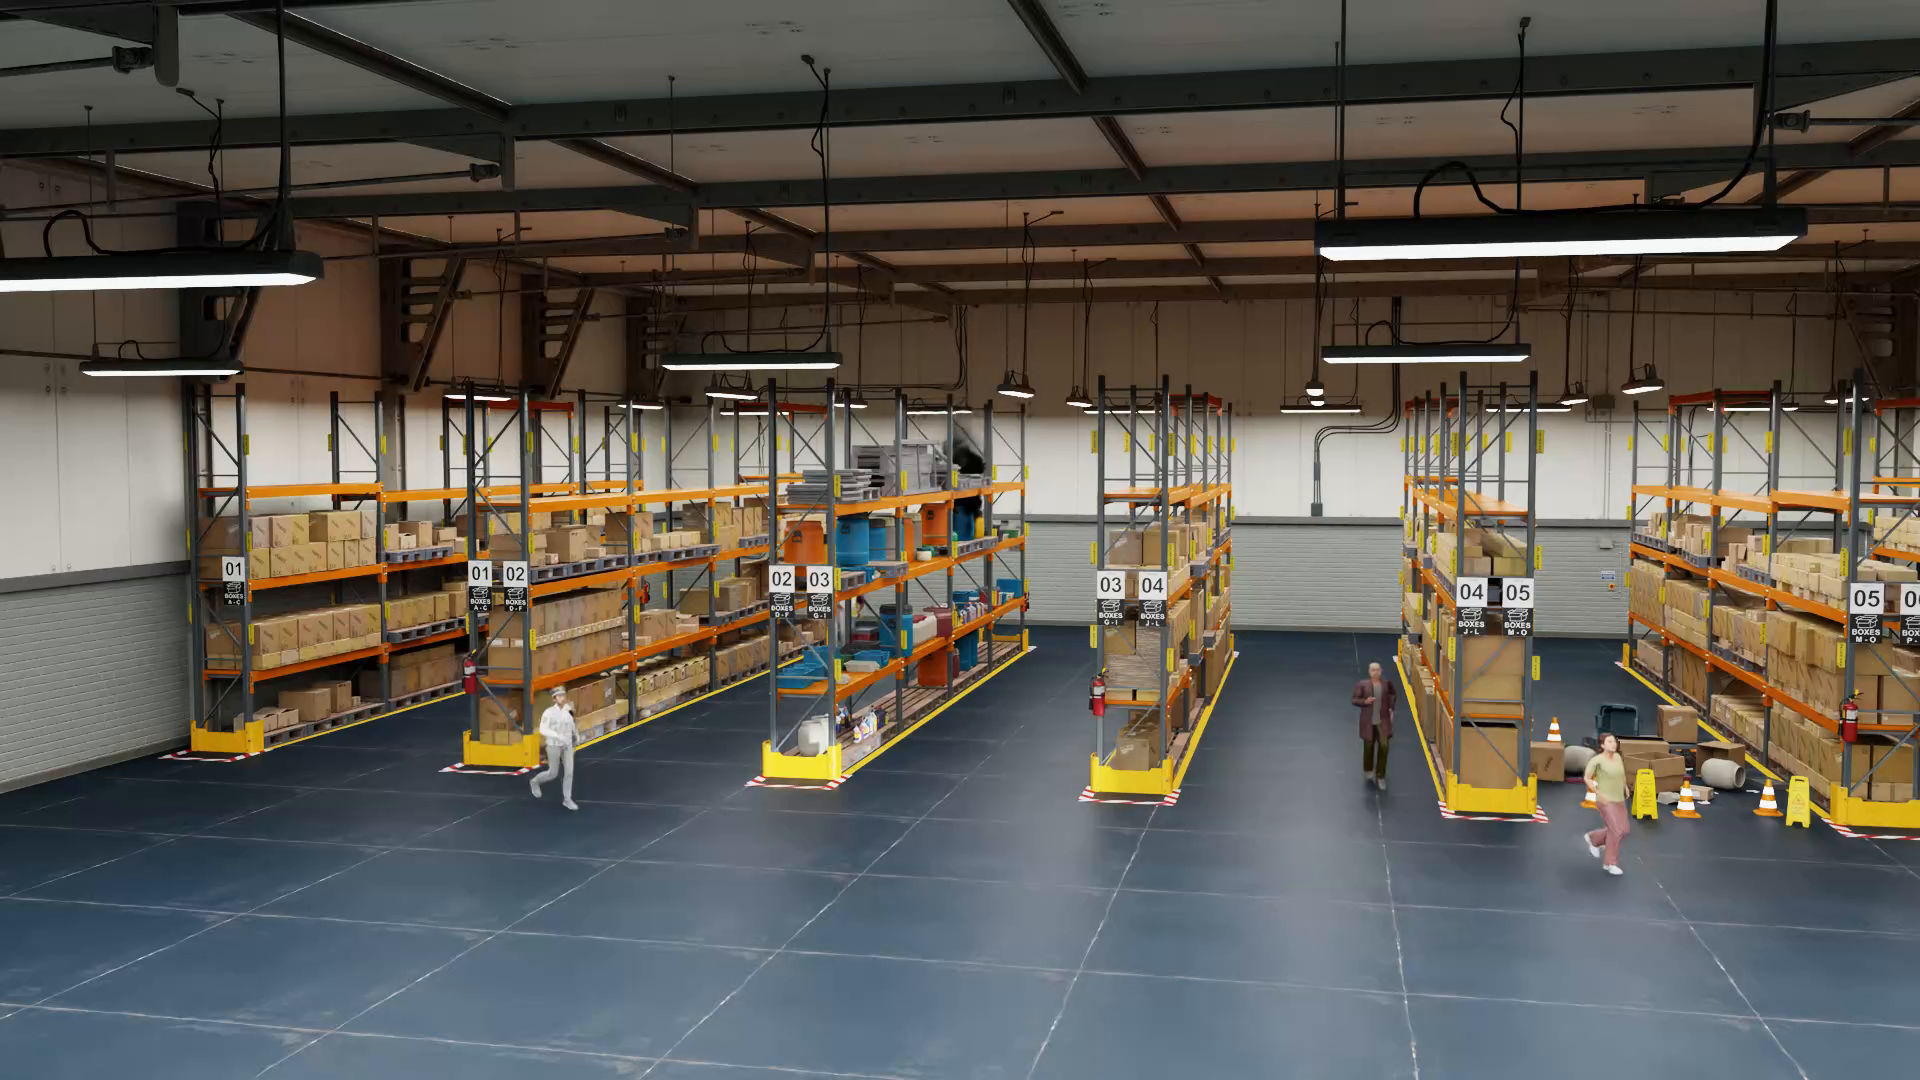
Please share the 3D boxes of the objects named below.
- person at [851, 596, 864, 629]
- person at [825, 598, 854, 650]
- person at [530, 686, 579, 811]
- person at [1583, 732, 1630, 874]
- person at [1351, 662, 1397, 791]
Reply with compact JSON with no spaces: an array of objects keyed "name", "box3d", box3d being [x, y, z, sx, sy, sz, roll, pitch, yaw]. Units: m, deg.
[{"name":"person","box3d":[-2.478,1.735,37.008,0.702,1.744,0.741,0,3,-2]},{"name":"person","box3d":[-2.590,1.764,35.540,0.680,1.827,0.918,0,3,3]},{"name":"person","box3d":[-5.571,2.852,23.032,0.867,1.702,0.625,3,4,41]},{"name":"person","box3d":[7.614,3.073,19.571,0.577,1.642,0.526,-1,4,-23]},{"name":"person","box3d":[6.087,2.714,24.405,0.687,1.844,0.814,0,3,7]}]
